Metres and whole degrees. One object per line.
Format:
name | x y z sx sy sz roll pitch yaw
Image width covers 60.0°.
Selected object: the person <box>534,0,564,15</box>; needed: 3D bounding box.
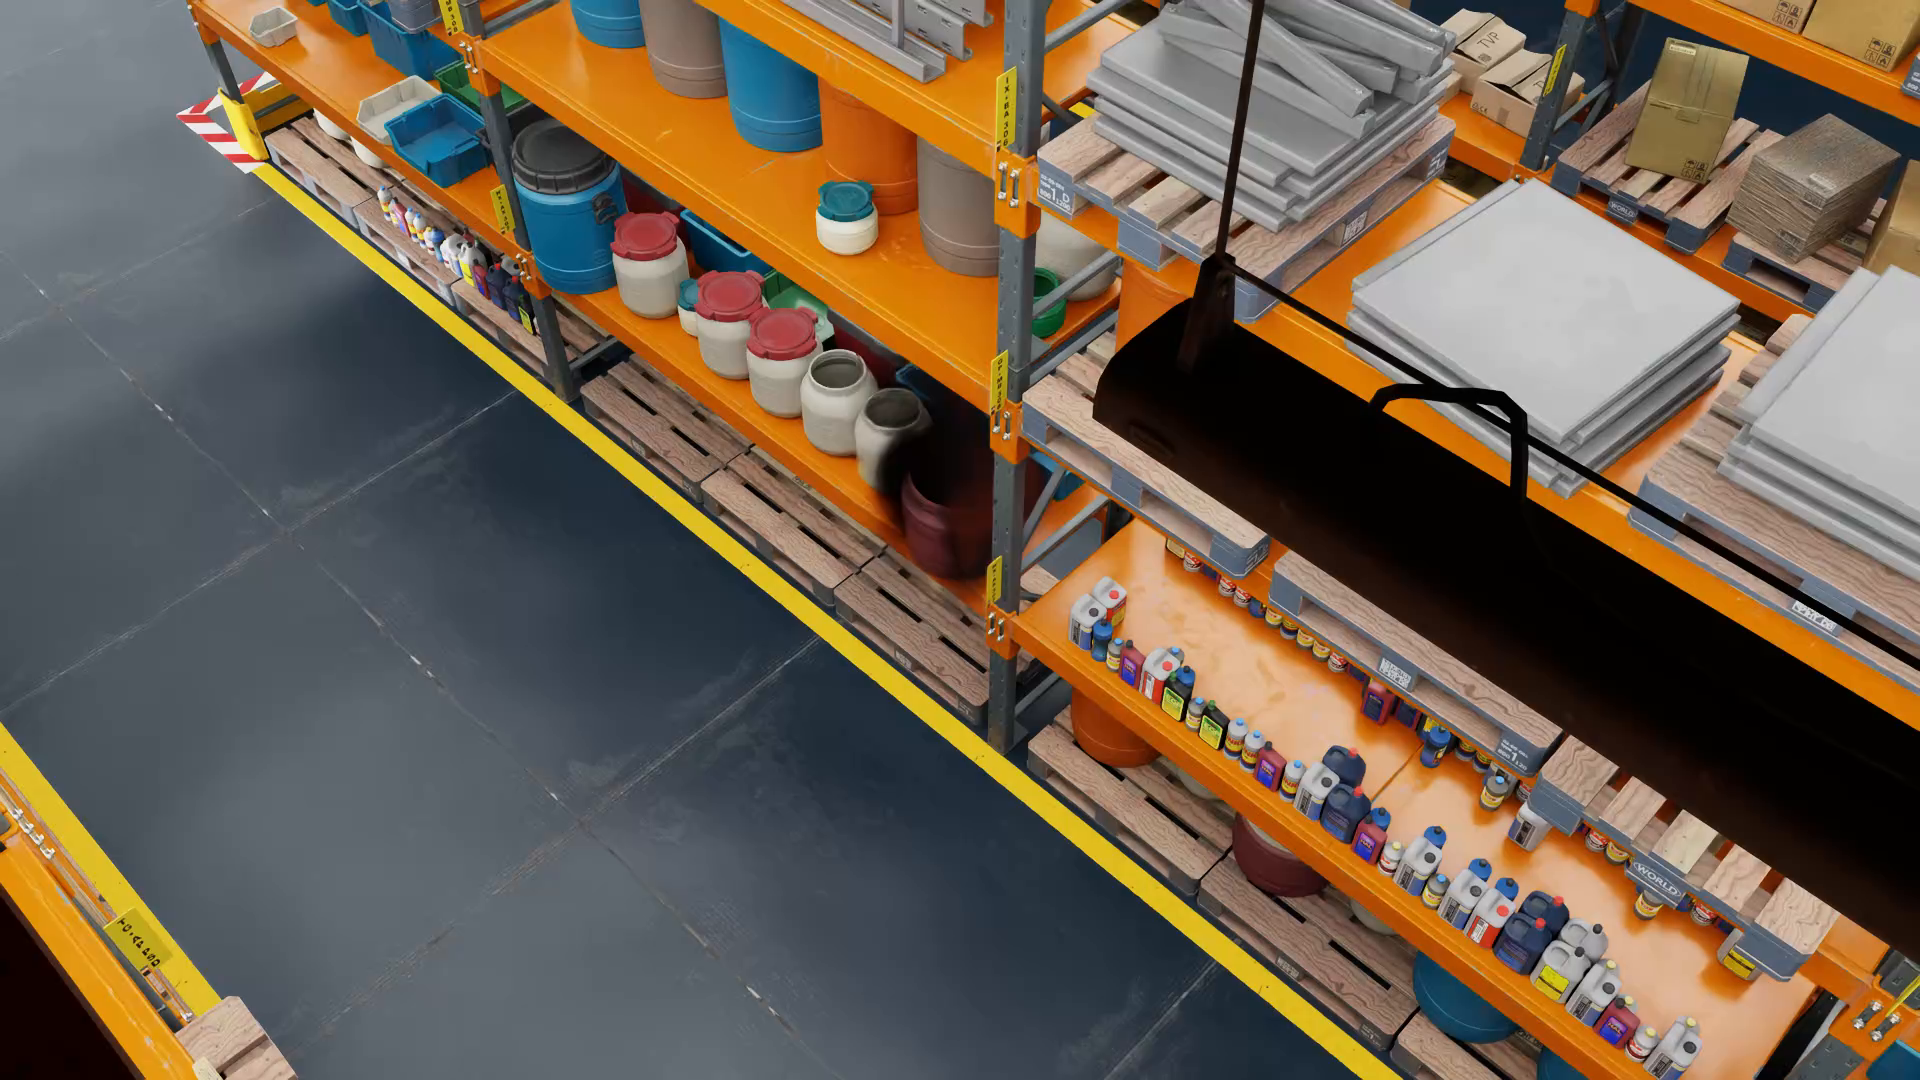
person | -2.915 -3.765 12.514 0.592 1.709 0.499 6 50 5
